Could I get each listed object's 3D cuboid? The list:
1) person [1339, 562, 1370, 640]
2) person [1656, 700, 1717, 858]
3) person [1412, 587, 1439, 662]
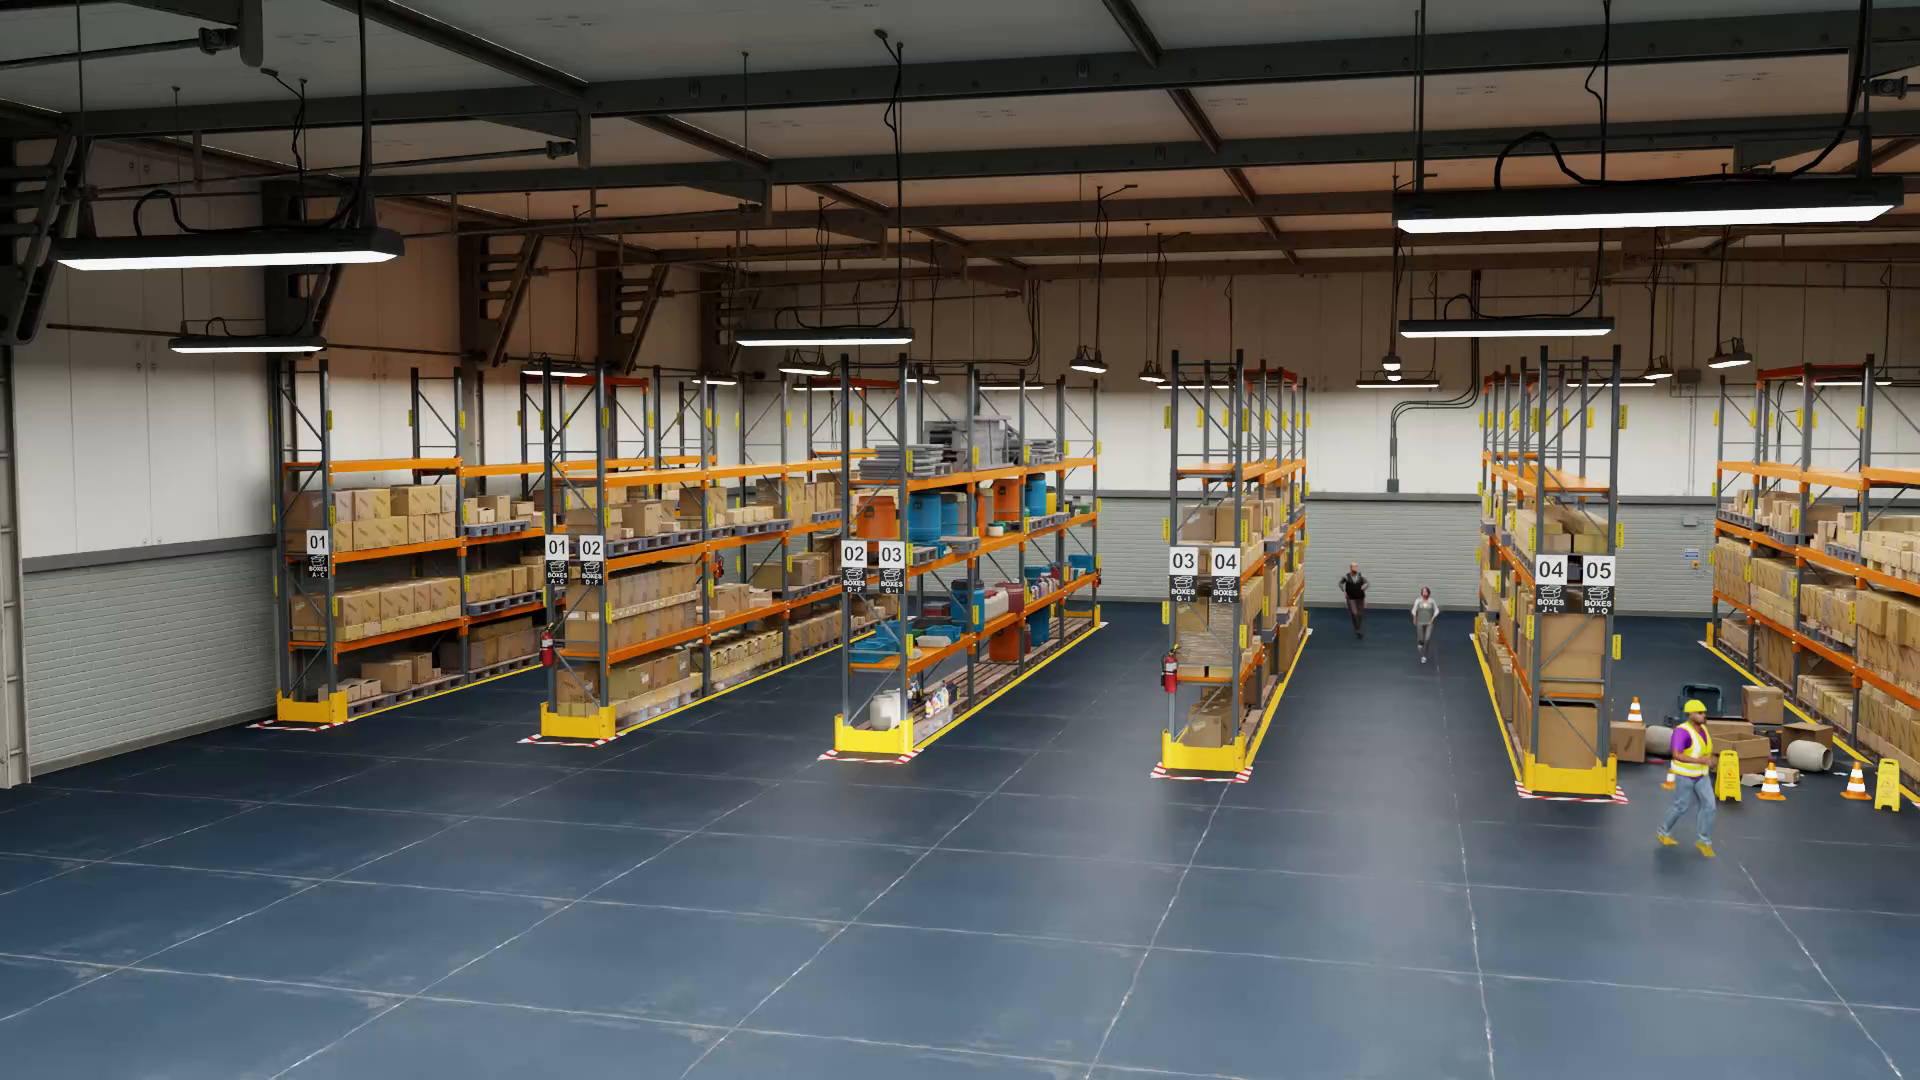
[{"bbox_3d":[9.082,1.385,38.245,0.667,1.748,0.843,0,4,-2],"label":"person"},{"bbox_3d":[8.436,2.757,19.191,0.722,1.851,0.762,-2,5,-29],"label":"person"},{"bbox_3d":[9.685,1.750,34.631,0.547,1.557,0.552,1,4,15],"label":"person"}]
